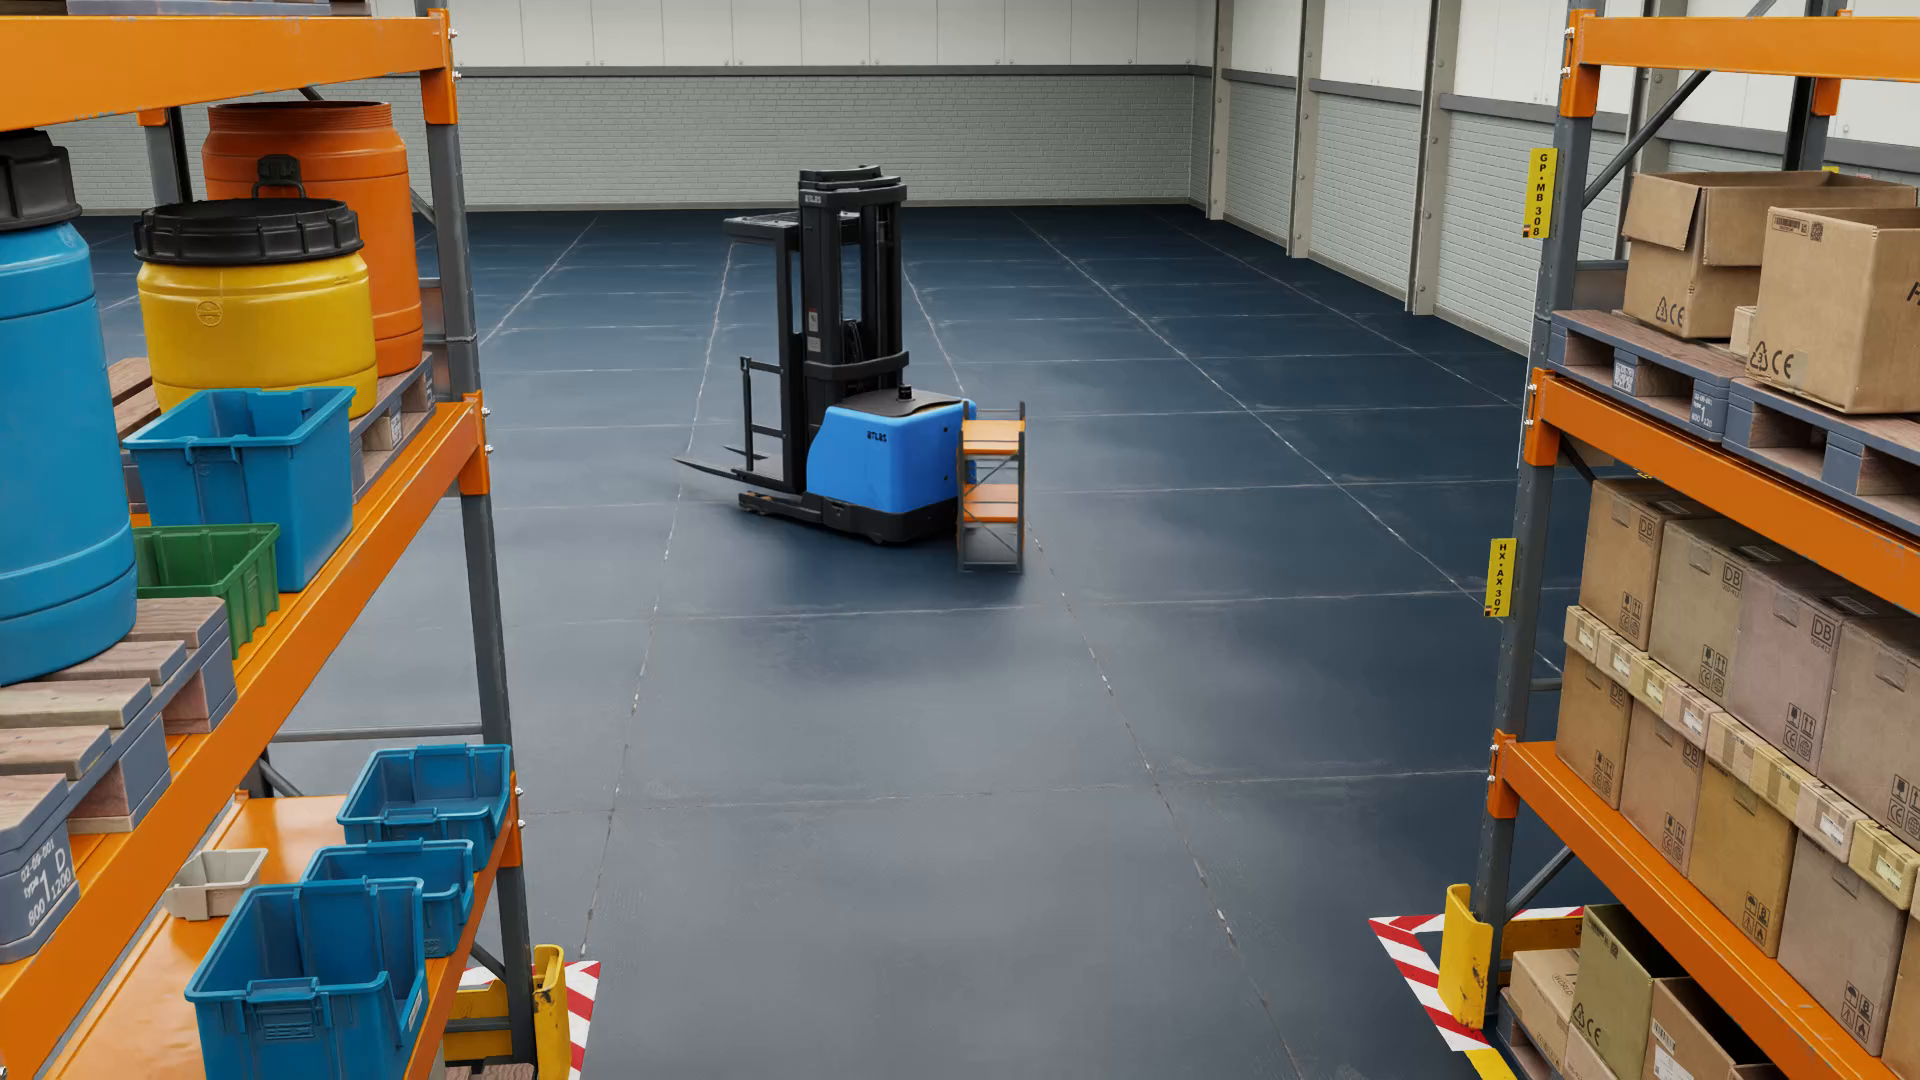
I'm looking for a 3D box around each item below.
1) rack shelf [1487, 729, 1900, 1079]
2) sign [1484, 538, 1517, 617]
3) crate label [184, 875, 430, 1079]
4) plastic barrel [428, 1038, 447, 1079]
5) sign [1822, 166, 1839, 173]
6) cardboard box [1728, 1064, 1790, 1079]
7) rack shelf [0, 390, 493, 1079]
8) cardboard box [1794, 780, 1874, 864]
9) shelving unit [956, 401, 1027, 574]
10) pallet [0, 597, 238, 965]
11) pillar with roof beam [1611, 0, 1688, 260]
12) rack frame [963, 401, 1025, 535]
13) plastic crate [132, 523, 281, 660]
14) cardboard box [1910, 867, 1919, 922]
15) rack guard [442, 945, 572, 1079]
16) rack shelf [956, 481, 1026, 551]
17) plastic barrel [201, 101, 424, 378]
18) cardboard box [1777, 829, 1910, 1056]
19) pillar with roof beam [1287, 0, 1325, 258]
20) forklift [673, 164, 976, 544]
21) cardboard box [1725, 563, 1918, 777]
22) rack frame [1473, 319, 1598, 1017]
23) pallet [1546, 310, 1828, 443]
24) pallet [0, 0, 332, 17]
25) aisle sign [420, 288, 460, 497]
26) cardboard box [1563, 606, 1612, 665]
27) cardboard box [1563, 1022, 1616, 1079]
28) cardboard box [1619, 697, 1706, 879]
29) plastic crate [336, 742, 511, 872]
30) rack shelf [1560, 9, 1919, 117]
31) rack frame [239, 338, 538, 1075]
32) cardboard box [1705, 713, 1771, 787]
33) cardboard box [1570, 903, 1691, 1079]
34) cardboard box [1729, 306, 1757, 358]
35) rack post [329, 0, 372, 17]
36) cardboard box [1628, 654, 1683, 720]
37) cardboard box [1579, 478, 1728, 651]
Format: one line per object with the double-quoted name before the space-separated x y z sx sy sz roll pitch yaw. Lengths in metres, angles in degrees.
"rack shelf" 2.907 1.525 5.012 1.077 0.370 4.000 -2 18 -6
"sign" 2.148 0.151 6.611 0.100 0.325 0.005 -2 18 -6
"crate label" -1.768 1.261 4.593 0.502 0.435 0.616 -2 18 -6
"plastic barrel" -2.083 1.919 6.011 0.421 0.512 0.421 0 17 0
"sign" 3.242 -1.242 6.272 0.100 0.325 0.005 -2 18 -6
"cardboard box" 2.687 1.954 5.084 0.500 0.500 0.500 -2 18 -6
"rack shelf" -2.020 0.246 4.078 1.077 0.370 4.000 -2 18 -6
"cardboard box" 2.685 0.811 4.837 0.380 0.149 0.250 -2 18 -5
"shelving unit" 0.256 -0.436 13.188 0.538 1.125 1.048 1 17 2
"pallet" -1.986 0.377 2.776 1.213 0.211 1.003 -2 18 -6
"pillar with roof beam" 3.040 -5.691 16.779 9.100 9.000 0.400 -2 18 -6
"rack frame" 0.277 -0.588 13.672 0.500 1.125 0.032 1 17 2
"plastic crate" -1.706 0.121 3.629 0.336 0.188 0.450 -2 18 -6
"cardboard box" 2.743 0.968 4.336 0.380 0.149 0.250 -1 17 -4
"rack guard" -2.172 1.952 6.625 1.175 0.500 0.348 -2 18 -6
"rack shelf" 0.256 -0.203 13.261 0.538 0.278 1.000 1 17 2
"plastic barrel" -2.050 -0.957 5.293 0.600 0.830 0.708 -2 18 -6
"cardboard box" 2.898 1.139 4.874 0.700 0.500 0.500 -1 17 -4
"pillar with roof beam" 1.803 -9.266 28.167 9.100 9.000 0.400 -2 18 -6
"forklift" -1.290 -1.714 14.242 3.031 2.935 1.130 15 23 39
"cardboard box" 2.854 0.382 5.121 0.700 0.500 0.500 -2 18 -5
"rack frame" 2.701 0.586 6.802 1.000 3.000 0.127 -2 18 -6
"pallet" 2.748 -0.591 5.692 1.003 0.211 1.213 -2 18 -6
"pallet" -2.056 -1.260 3.652 1.003 0.211 1.213 -2 18 -6
"aisle sign" -1.939 -0.533 6.026 0.394 0.787 0.004 -2 18 -6
"cardboard box" 2.527 0.353 6.296 0.380 0.149 0.250 -2 18 -6
"cardboard box" 2.590 2.013 6.146 0.500 0.250 0.500 -2 18 -6
"cardboard box" 2.795 0.834 5.845 0.700 0.500 0.500 -1 17 -4
"plastic crate" -1.877 0.949 5.895 0.499 0.251 0.616 -2 18 -6
"rack shelf" 2.907 -1.146 4.173 1.077 0.370 4.000 -2 18 -6
"rack frame" -2.227 0.738 6.318 1.000 3.000 0.127 -2 18 -6
"cardboard box" 2.635 0.660 5.317 0.380 0.149 0.250 -2 18 -7
"cardboard box" 2.588 1.656 6.033 0.500 0.500 0.500 -2 18 -6
"cardboard box" 2.647 -0.636 5.172 0.380 0.149 0.250 -2 18 -6
"rack post" -2.275 -1.656 4.764 0.937 0.300 0.954 0 17 0
"cardboard box" 2.581 0.506 5.809 0.380 0.149 0.250 -2 18 -5
"cardboard box" 2.741 0.075 6.098 0.700 0.500 0.500 -2 18 -5
